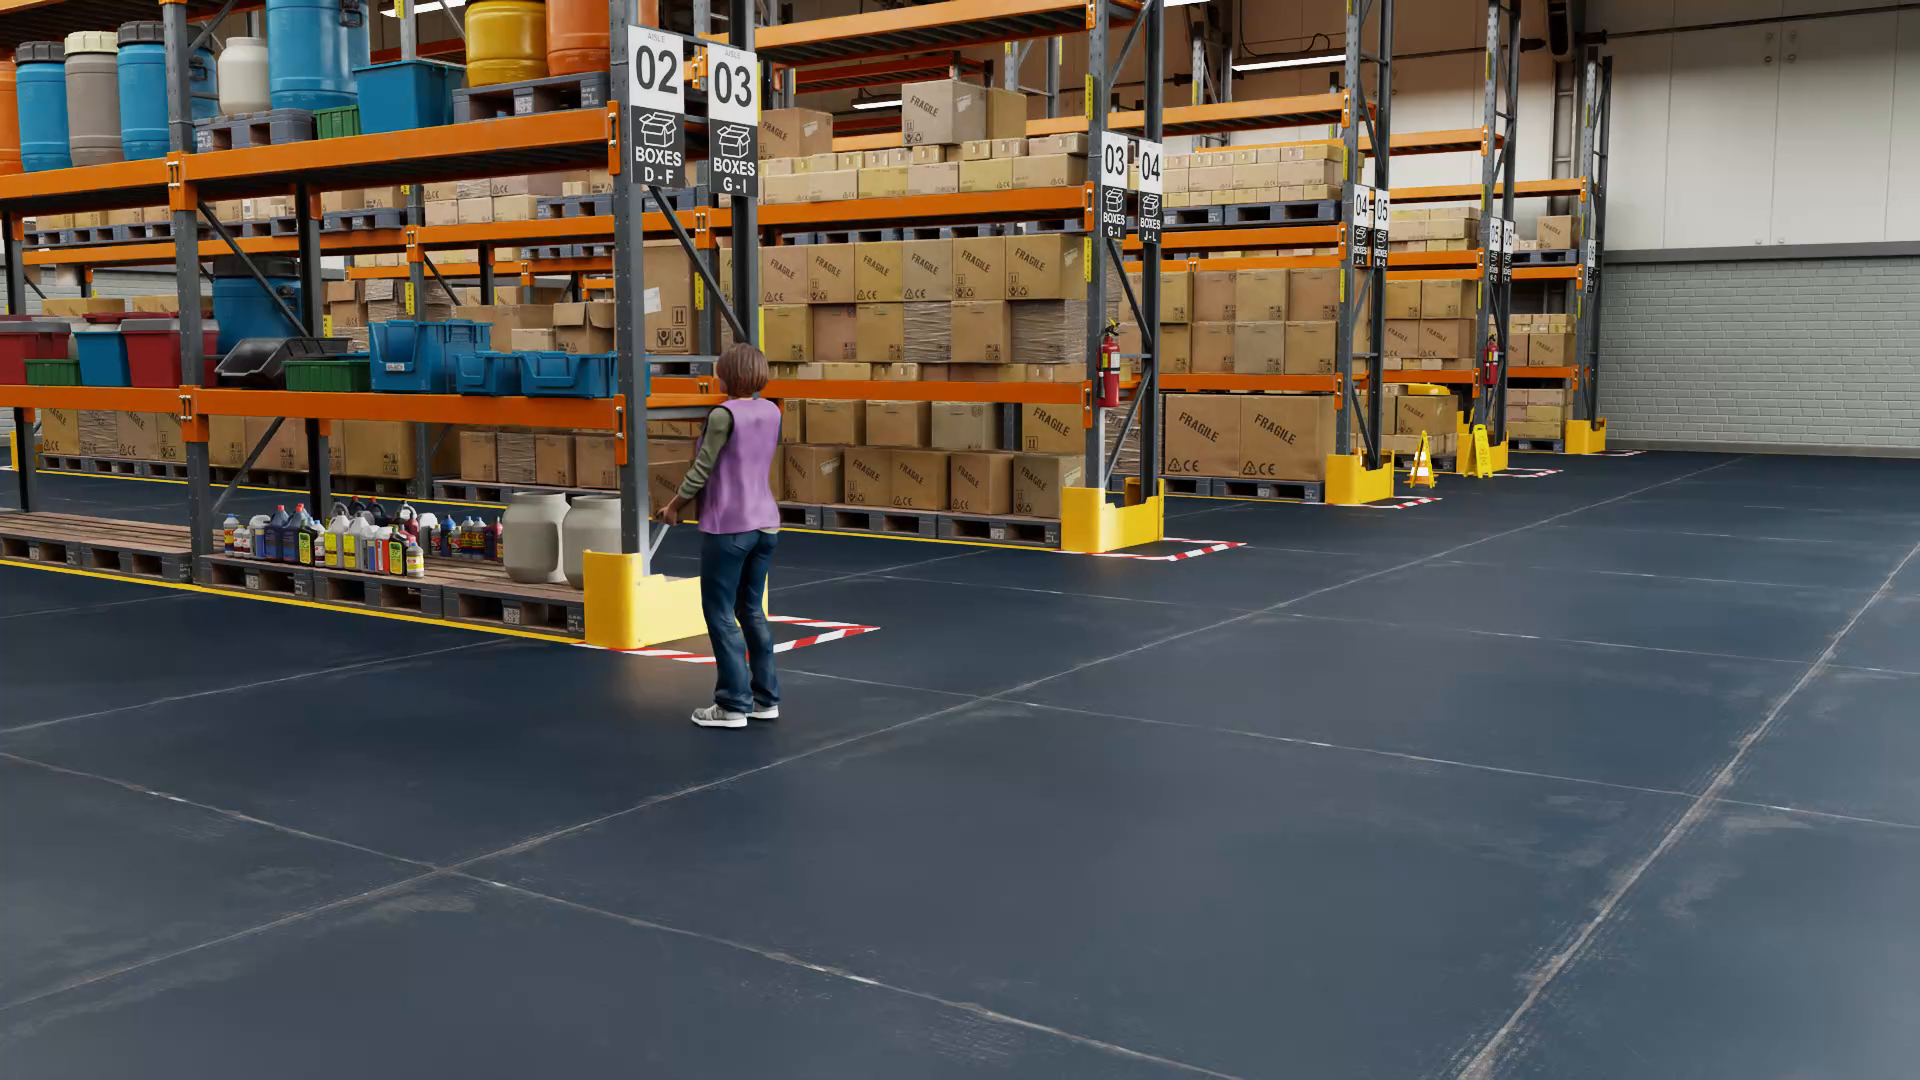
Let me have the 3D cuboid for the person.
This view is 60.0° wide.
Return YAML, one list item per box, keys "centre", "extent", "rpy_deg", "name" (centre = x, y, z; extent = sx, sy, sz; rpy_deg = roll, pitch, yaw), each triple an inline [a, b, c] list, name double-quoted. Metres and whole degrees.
- centre: [-0.993, -0.026, 6.943]
  extent: [0.496, 1.588, 0.407]
  rpy_deg: [4, 8, 34]
  name: "person"
